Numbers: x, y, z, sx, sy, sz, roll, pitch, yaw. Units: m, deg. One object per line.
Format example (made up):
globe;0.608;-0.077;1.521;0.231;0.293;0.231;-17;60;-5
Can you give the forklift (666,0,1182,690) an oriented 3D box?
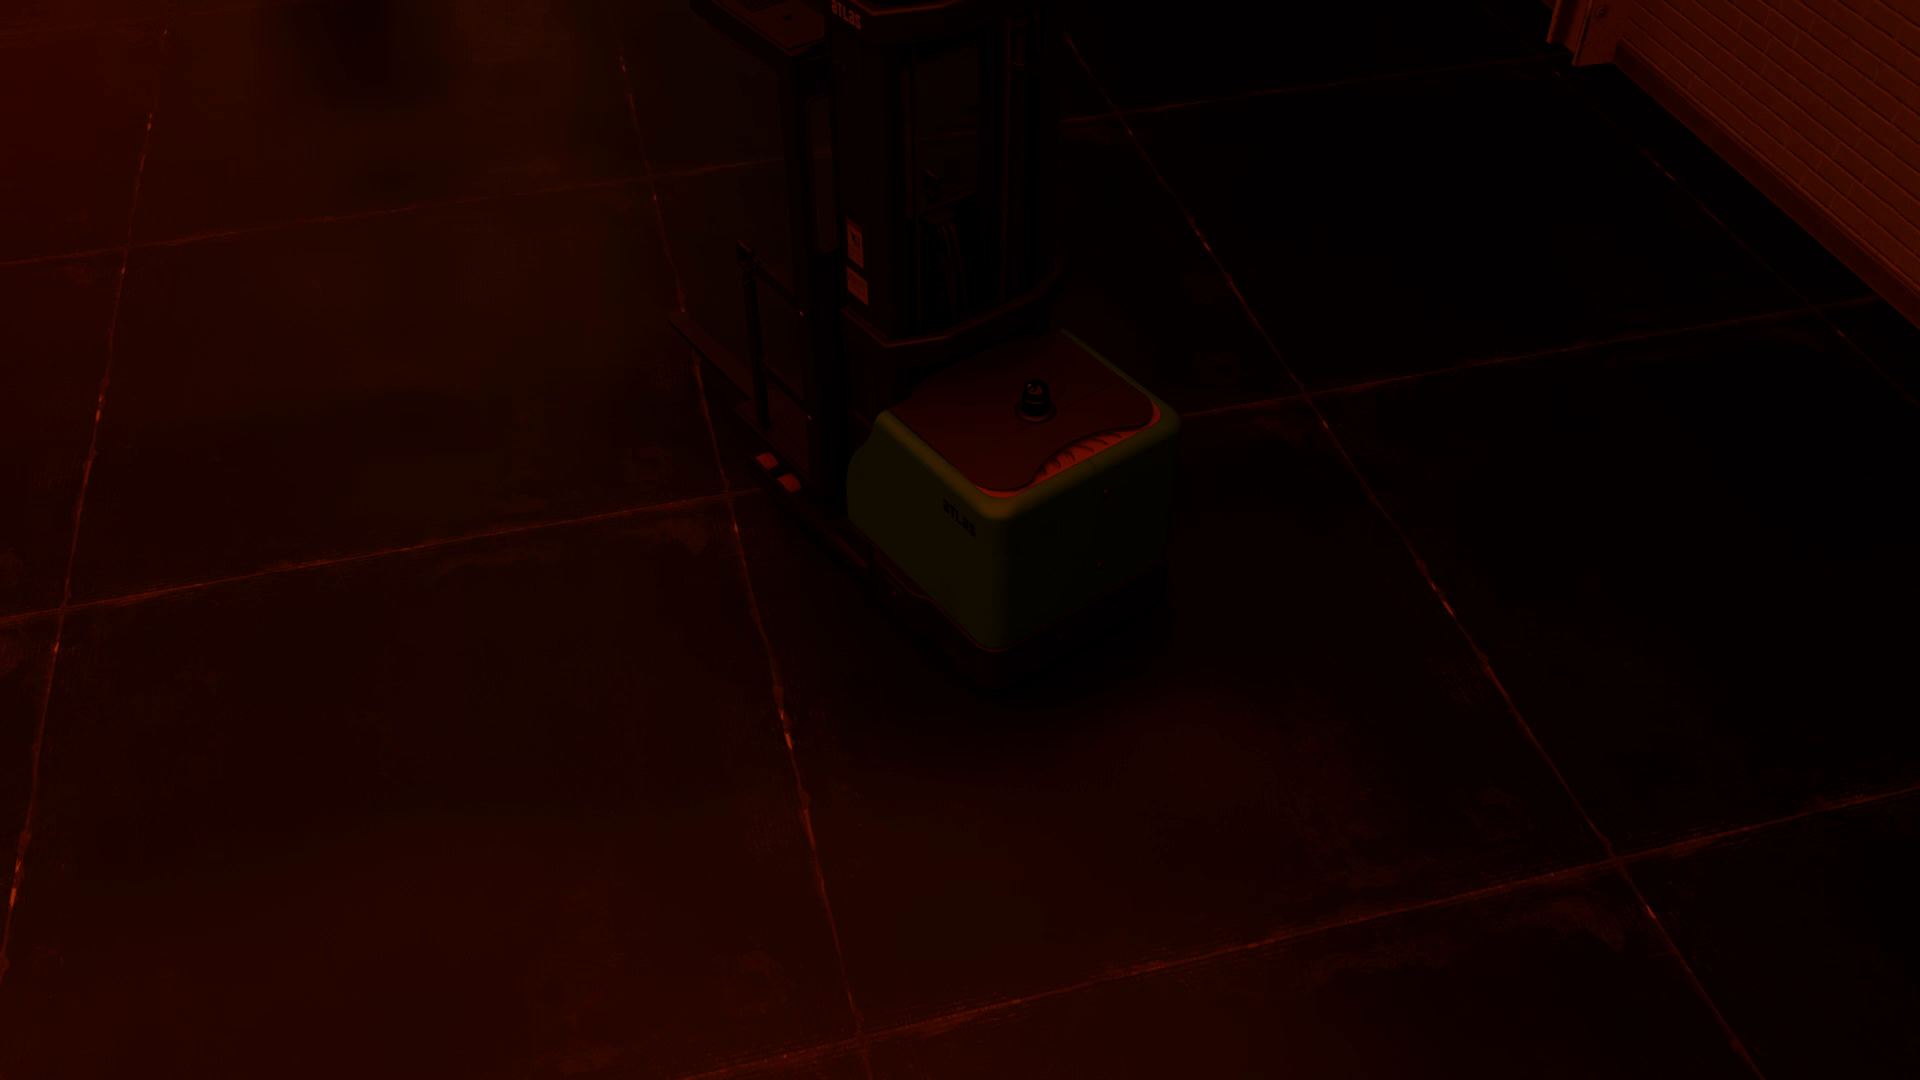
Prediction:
forklift;-0.366;-1.399;7.126;1.130;2.935;3.031;-27;50;-26
